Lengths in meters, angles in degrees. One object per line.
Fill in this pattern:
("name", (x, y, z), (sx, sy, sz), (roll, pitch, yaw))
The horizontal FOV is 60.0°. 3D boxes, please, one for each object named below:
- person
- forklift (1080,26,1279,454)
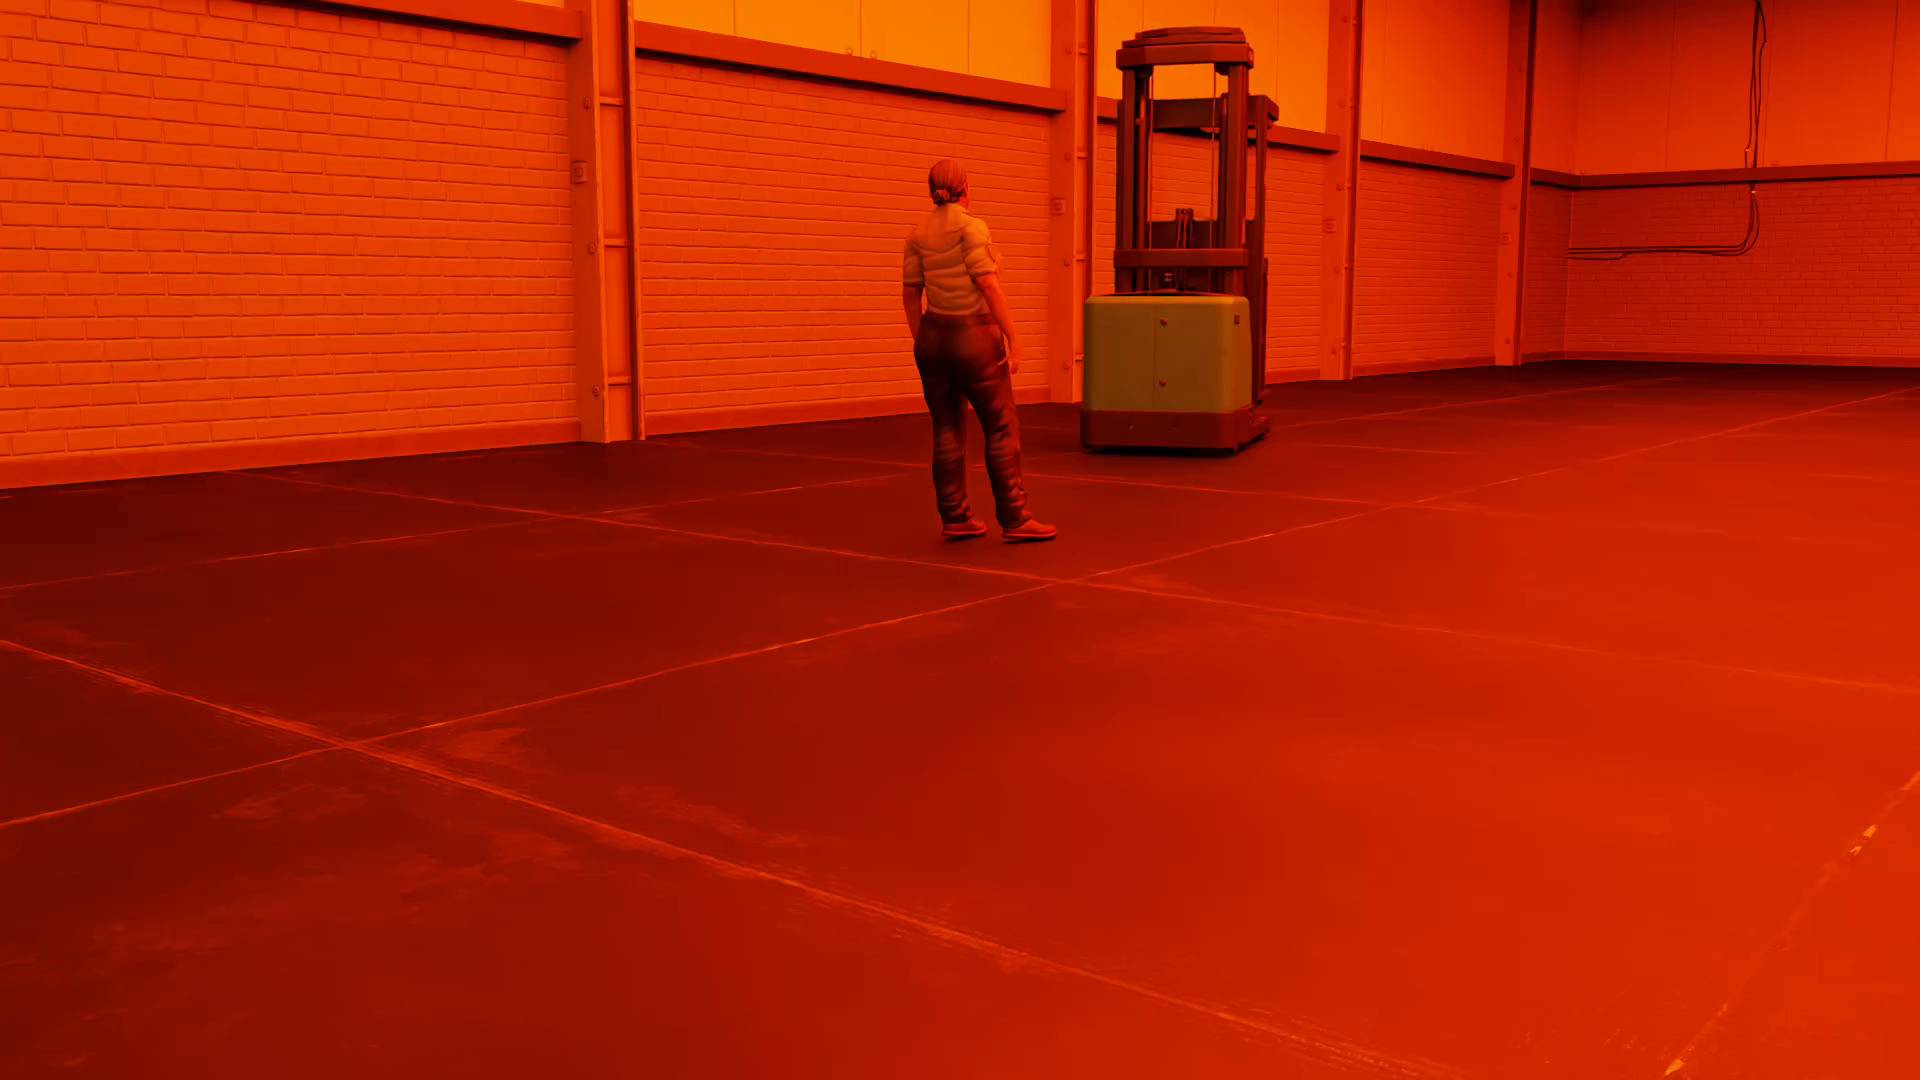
("person", (0.075, -0.825, 7.340), (0.598, 1.641, 0.502), (7, 11, 38))
("forklift", (1.755, -2.216, 12.423), (1.130, 2.935, 3.031), (3, 9, 17))
